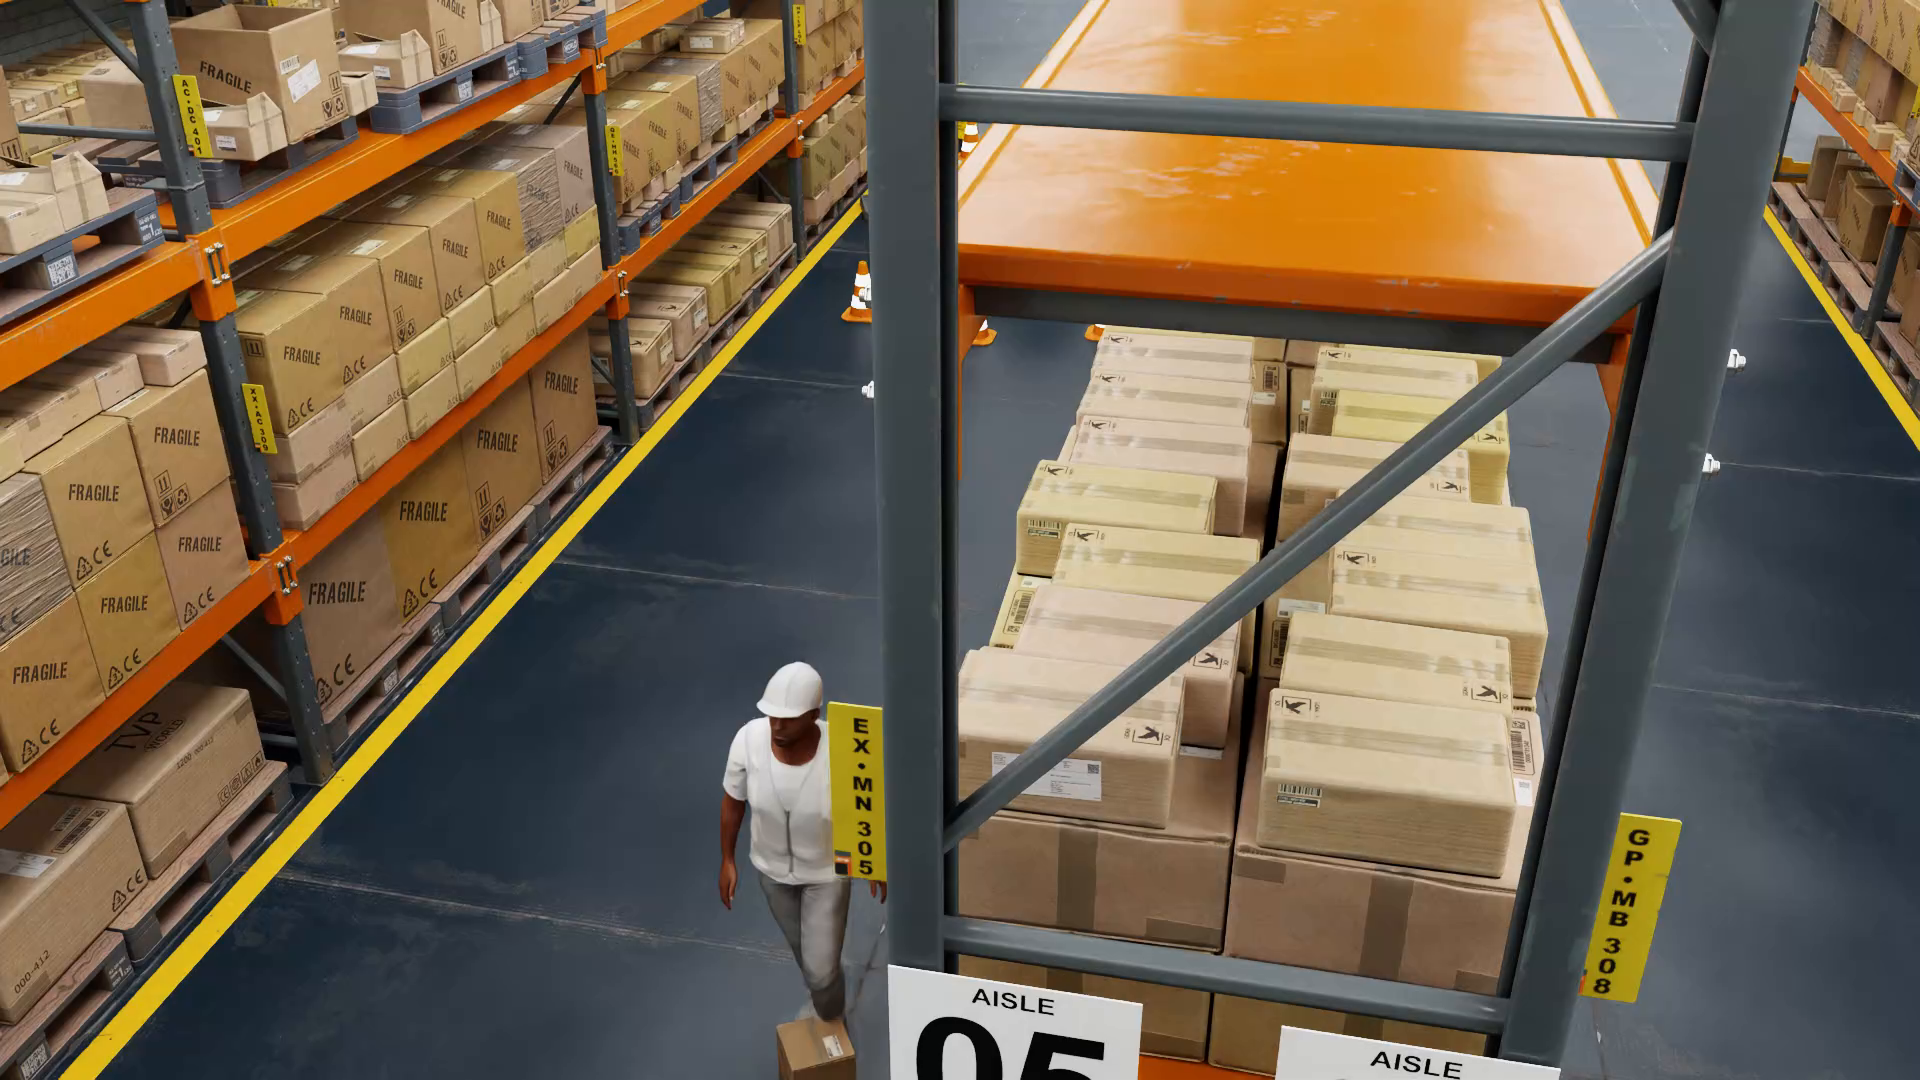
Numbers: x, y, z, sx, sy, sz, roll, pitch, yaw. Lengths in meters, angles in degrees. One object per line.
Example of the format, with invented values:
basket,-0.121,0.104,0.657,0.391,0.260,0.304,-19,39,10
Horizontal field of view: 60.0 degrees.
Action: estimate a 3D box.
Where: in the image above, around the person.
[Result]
person,-0.583,1.242,6.320,0.653,1.800,0.549,8,30,14
